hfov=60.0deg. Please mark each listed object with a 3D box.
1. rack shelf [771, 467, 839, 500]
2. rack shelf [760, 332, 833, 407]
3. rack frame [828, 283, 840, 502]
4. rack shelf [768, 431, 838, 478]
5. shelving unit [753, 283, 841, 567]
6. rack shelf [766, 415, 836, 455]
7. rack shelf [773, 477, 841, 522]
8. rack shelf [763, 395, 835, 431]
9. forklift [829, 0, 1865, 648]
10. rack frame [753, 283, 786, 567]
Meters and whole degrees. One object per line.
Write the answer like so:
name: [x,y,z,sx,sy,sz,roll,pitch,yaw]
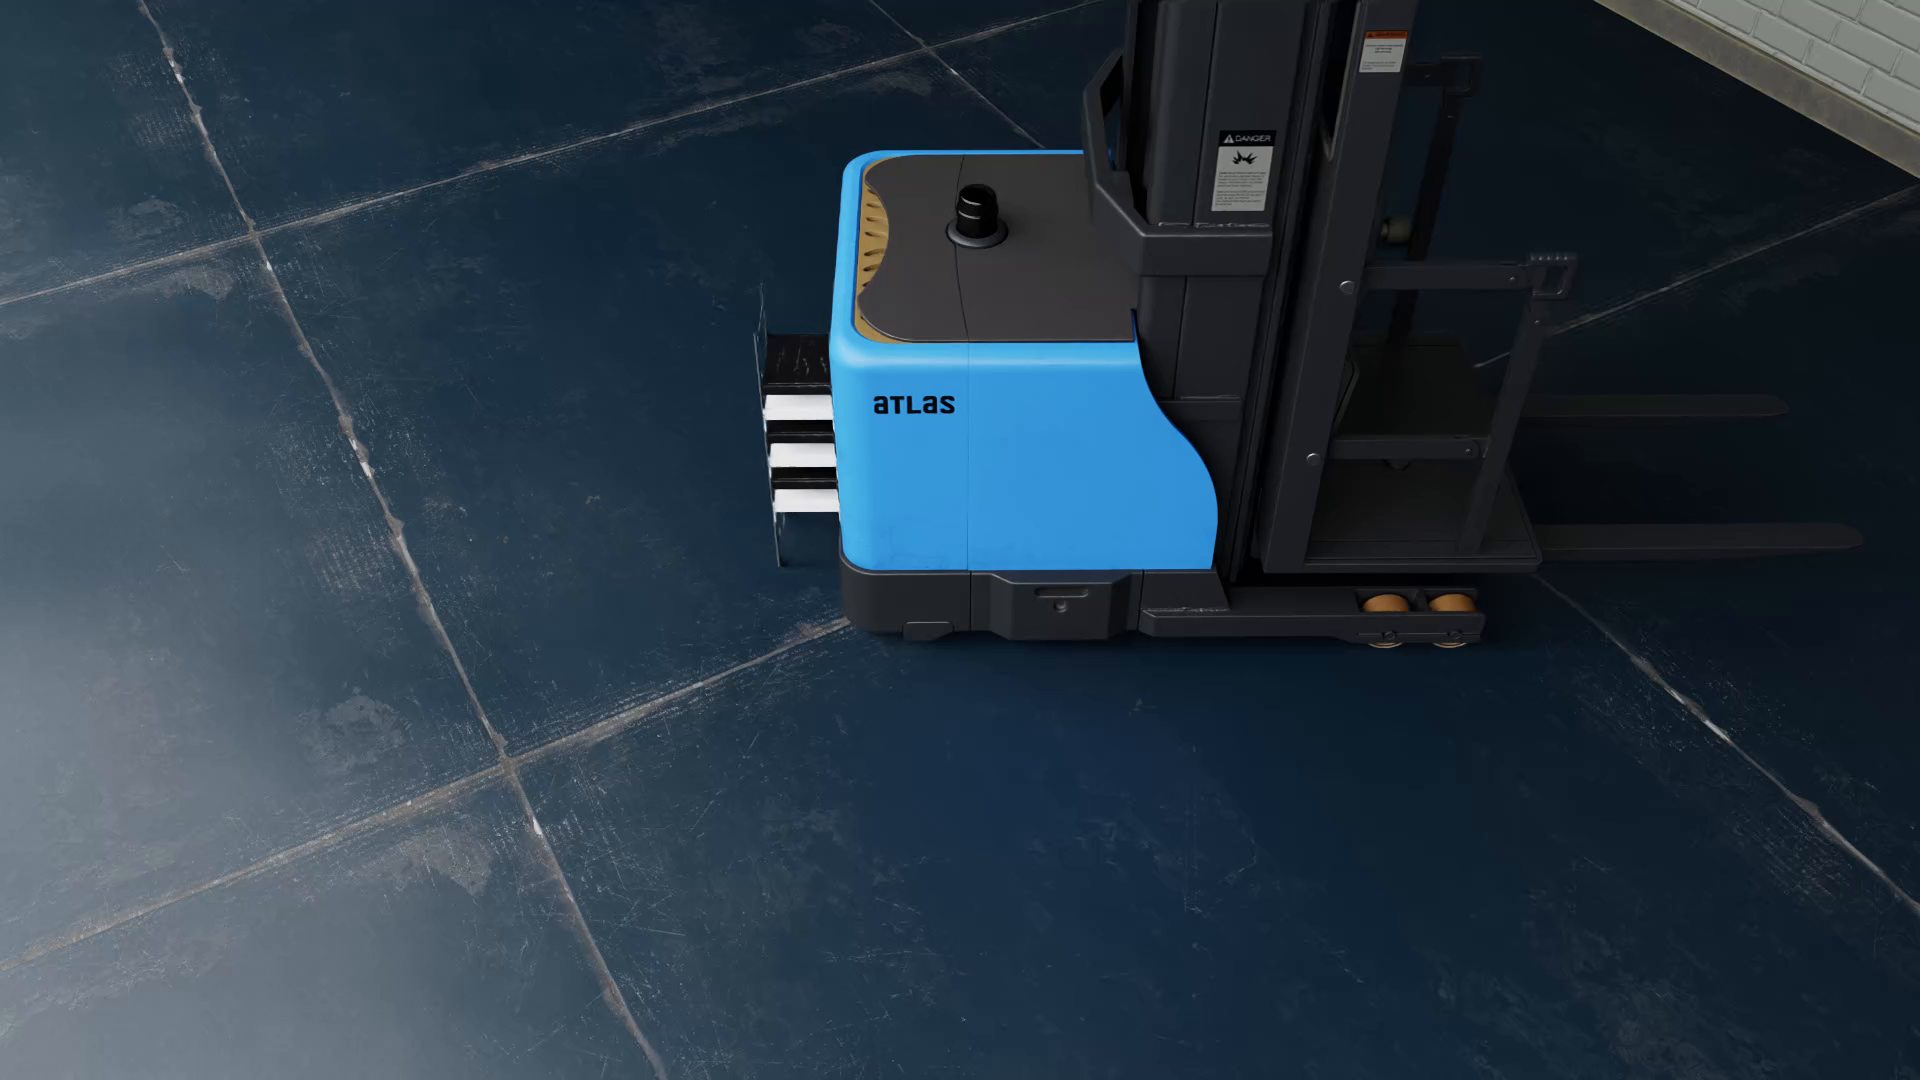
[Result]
rack shelf: [-0.460,-0.233,5.021,0.200,0.077,0.258,0,44,0]
rack shelf: [-0.460,-0.492,4.771,0.200,0.077,0.258,0,44,0]
rack frame: [-0.358,-0.322,4.936,0.006,0.900,0.240,0,44,0]
rack shelf: [-0.460,-0.298,4.959,0.200,0.077,0.258,0,44,0]
shelving unit: [-0.460,-0.322,4.935,0.210,0.900,0.258,0,44,0]
rack shelf: [-0.460,-0.362,4.896,0.200,0.077,0.258,0,44,0]
rack shelf: [-0.460,-0.169,5.084,0.200,0.077,0.258,0,44,0]
rack shelf: [-0.460,-0.427,4.833,0.200,0.077,0.258,0,44,0]
forklift: [1.163,-1.104,4.283,3.031,2.935,1.130,0,44,0]
rack frame: [-0.562,-0.321,4.935,0.006,0.900,0.240,0,44,0]
